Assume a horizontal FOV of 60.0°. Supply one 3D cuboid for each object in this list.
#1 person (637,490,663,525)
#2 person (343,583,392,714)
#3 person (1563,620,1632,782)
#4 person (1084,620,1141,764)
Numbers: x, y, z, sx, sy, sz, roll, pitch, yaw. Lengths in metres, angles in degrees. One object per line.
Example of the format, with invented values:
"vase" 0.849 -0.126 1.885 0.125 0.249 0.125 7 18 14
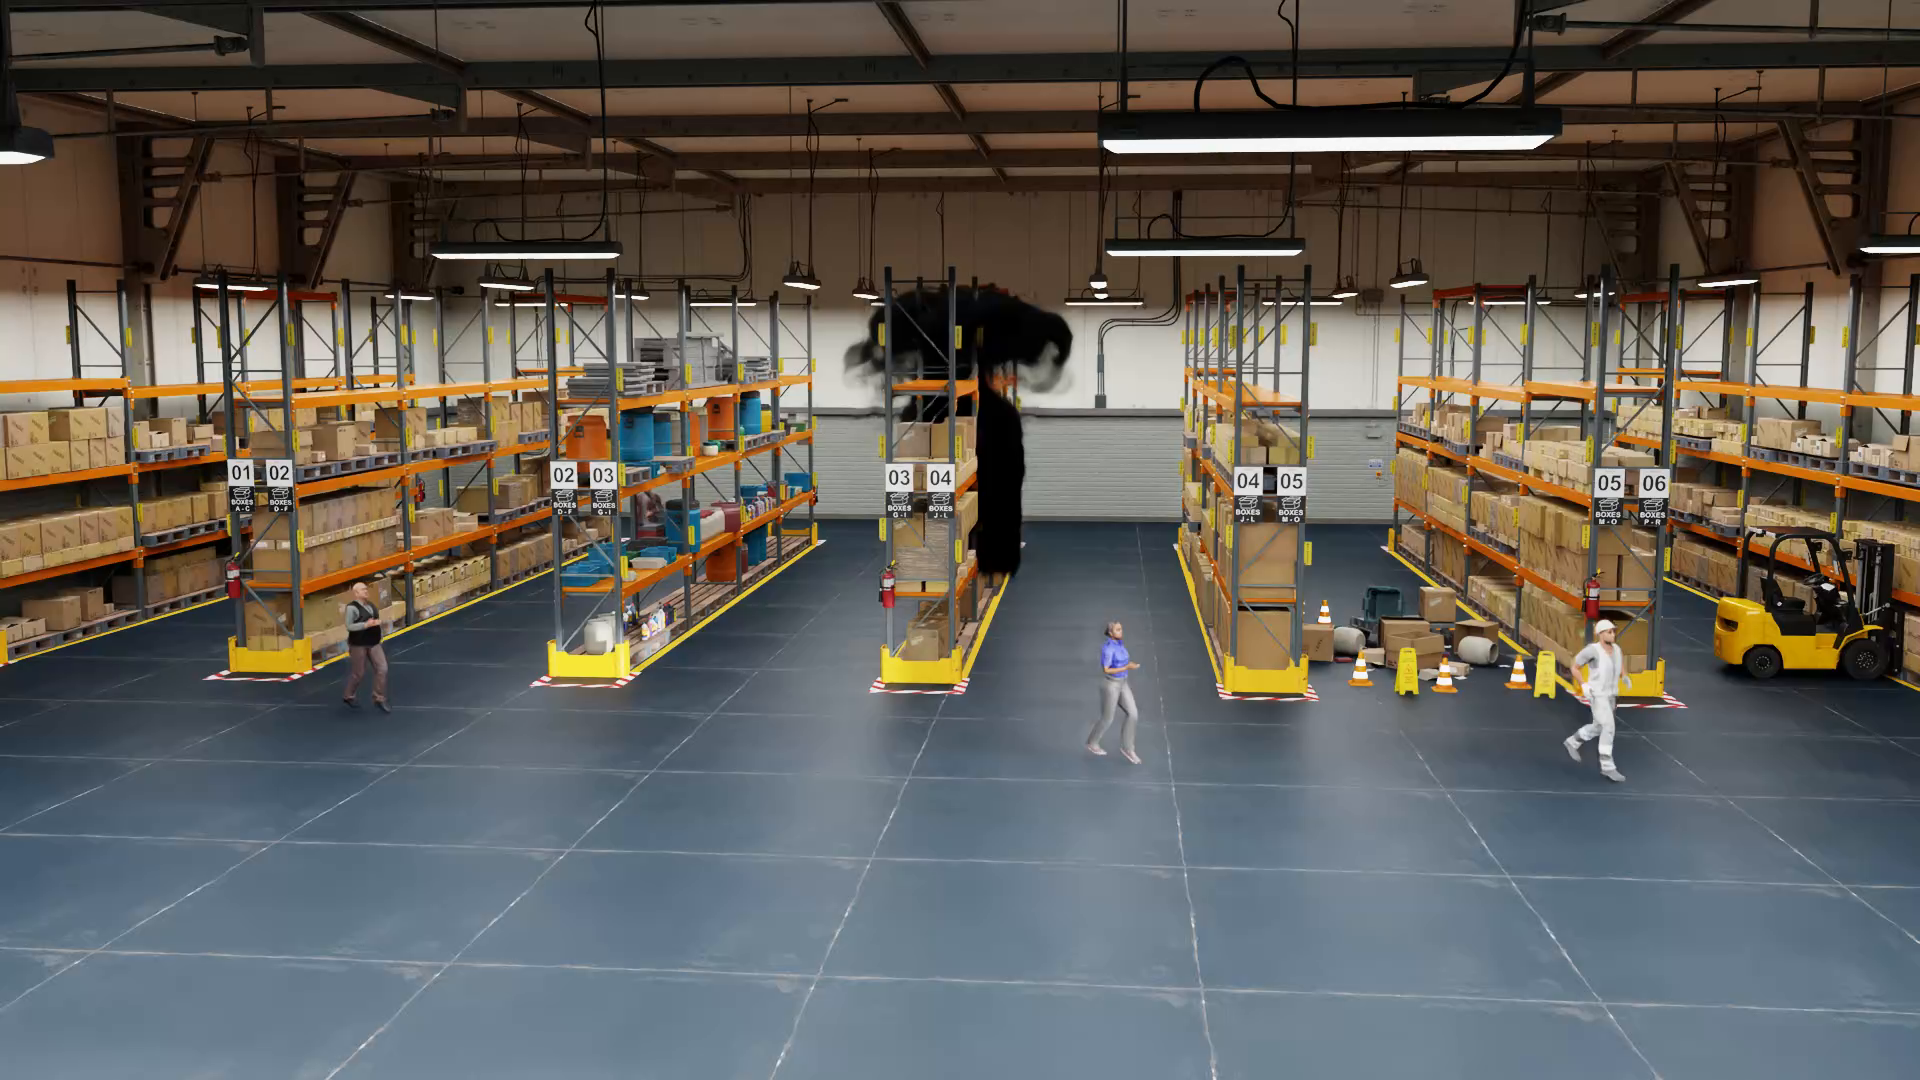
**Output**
"person" -6.555 -0.308 34.695 0.704 1.679 0.653 0 7 1
"person" -7.968 1.447 22.247 0.740 1.766 0.641 4 8 28
"person" 7.324 1.787 19.060 0.659 1.795 0.914 -4 8 -30
"person" 1.824 1.795 19.703 0.728 1.713 0.559 5 9 36
